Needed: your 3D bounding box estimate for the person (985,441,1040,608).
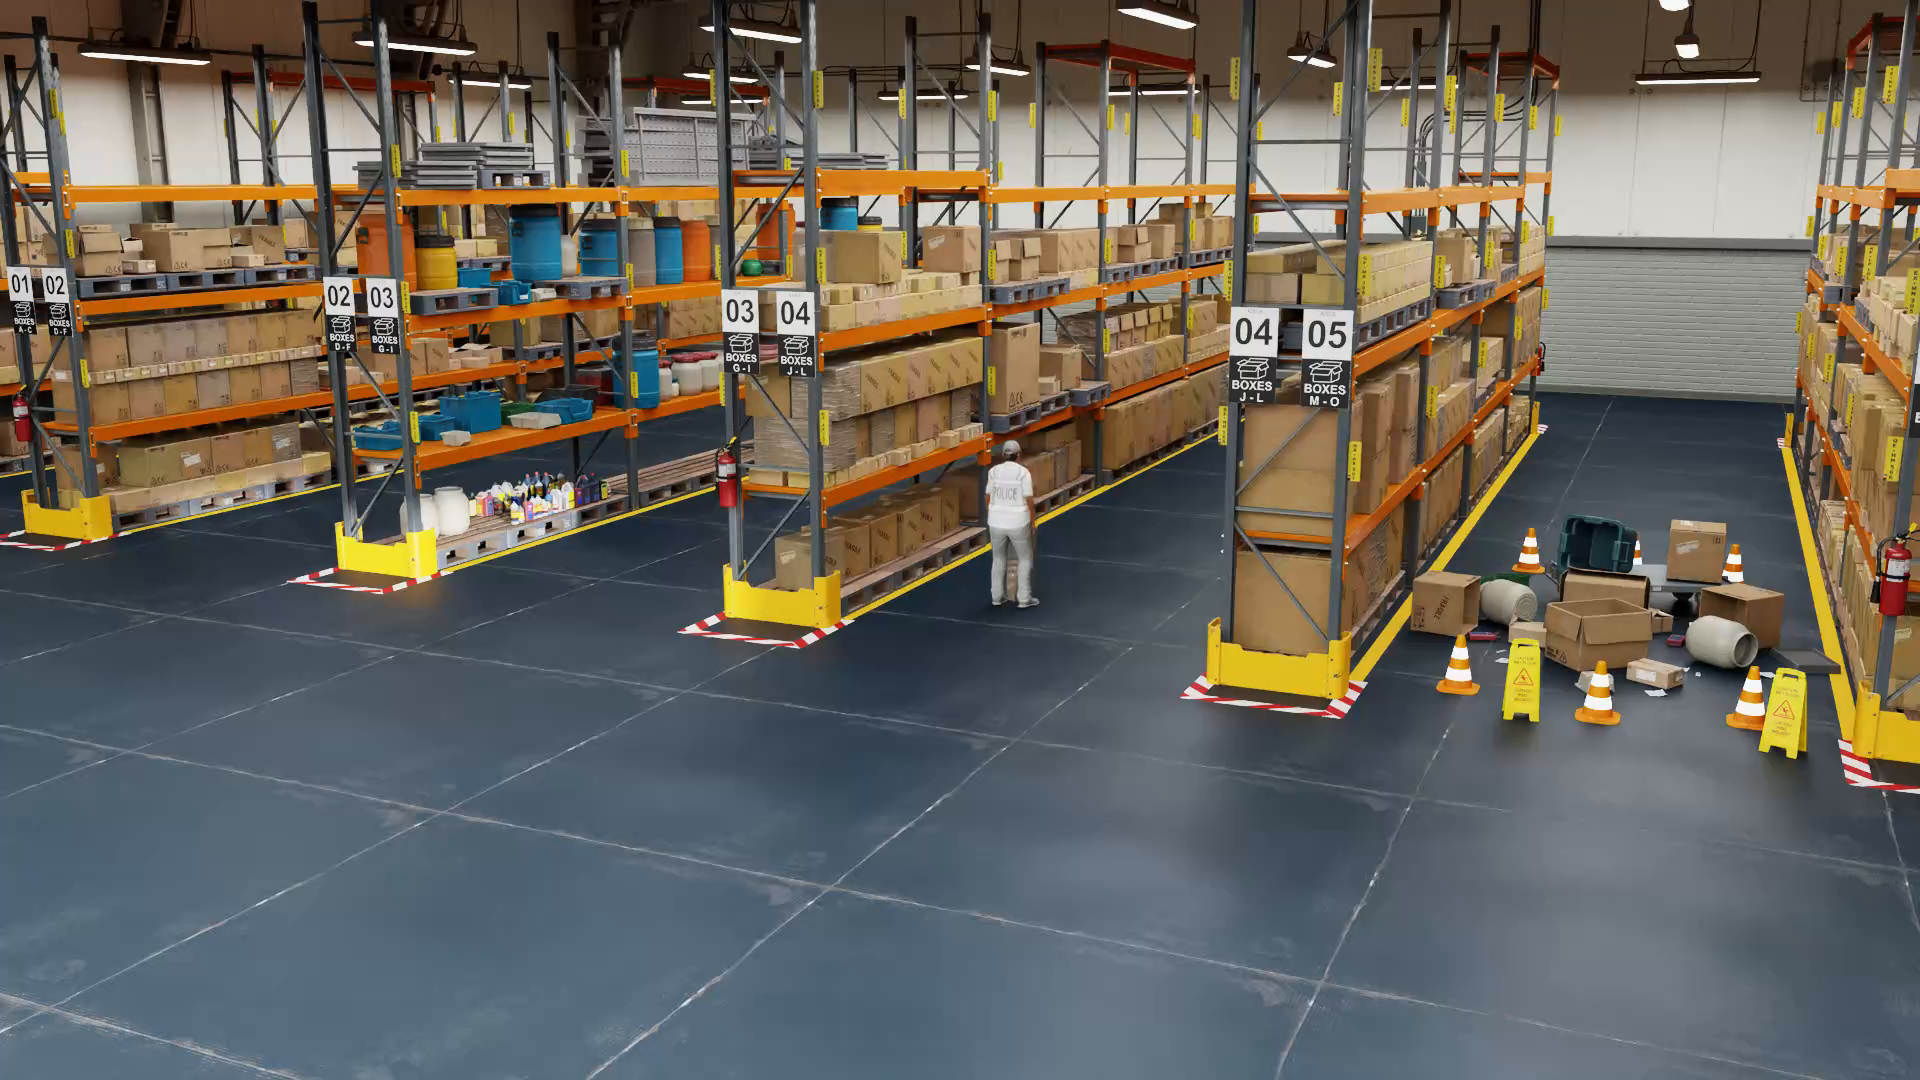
[{"bbox_3d":[0.521,-0.160,16.682,0.538,1.666,0.461,5,13,21],"label":"person"}]
